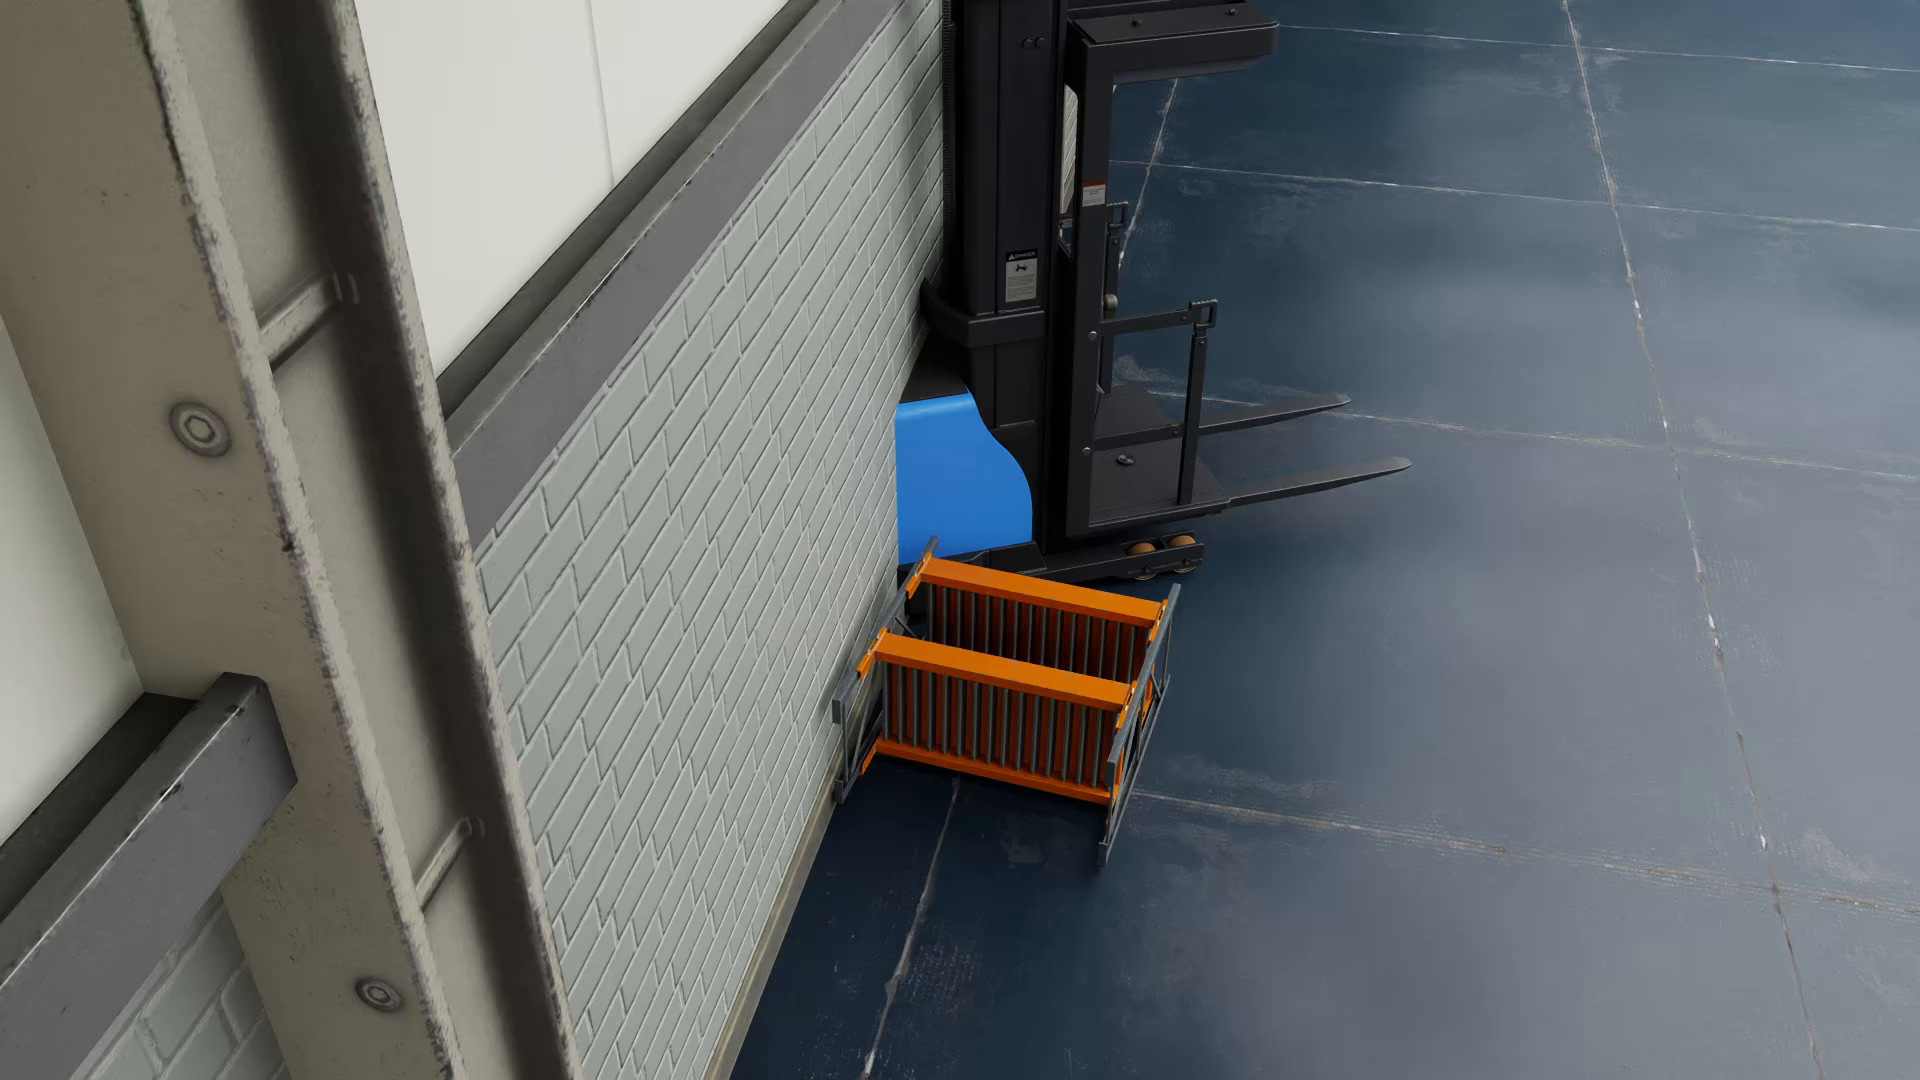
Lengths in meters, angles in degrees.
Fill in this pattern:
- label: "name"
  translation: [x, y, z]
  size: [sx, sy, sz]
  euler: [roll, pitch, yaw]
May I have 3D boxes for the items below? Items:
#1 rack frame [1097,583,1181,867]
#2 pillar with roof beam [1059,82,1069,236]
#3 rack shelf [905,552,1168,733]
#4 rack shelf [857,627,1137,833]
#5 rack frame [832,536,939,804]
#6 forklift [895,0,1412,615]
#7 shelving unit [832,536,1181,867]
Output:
- label: "rack frame"
  translation: [0.688, 0.678, 6.326]
  size: [0.032, 0.500, 1.125]
  euler: [11, 35, 14]
- label: "pillar with roof beam"
  translation: [4.551, -3.972, 5.562]
  size: [9.100, 9.000, 0.400]
  euler: [7, 37, 10]
- label: "rack shelf"
  translation: [0.294, 0.428, 6.681]
  size: [1.000, 0.538, 0.278]
  euler: [11, 35, 14]
- label: "rack shelf"
  translation: [0.129, 0.712, 6.256]
  size: [1.000, 0.538, 0.278]
  euler: [11, 35, 14]
- label: "rack frame"
  translation: [-0.280, 0.487, 6.573]
  size: [0.032, 0.500, 1.125]
  euler: [11, 35, 14]
- label: "forklift"
  translation: [0.596, -1.293, 7.036]
  size: [3.031, 2.935, 1.130]
  euler: [-10, 37, -14]
- label: "shelving unit"
  translation: [0.204, 0.583, 6.449]
  size: [1.048, 0.538, 1.125]
  euler: [11, 35, 14]
